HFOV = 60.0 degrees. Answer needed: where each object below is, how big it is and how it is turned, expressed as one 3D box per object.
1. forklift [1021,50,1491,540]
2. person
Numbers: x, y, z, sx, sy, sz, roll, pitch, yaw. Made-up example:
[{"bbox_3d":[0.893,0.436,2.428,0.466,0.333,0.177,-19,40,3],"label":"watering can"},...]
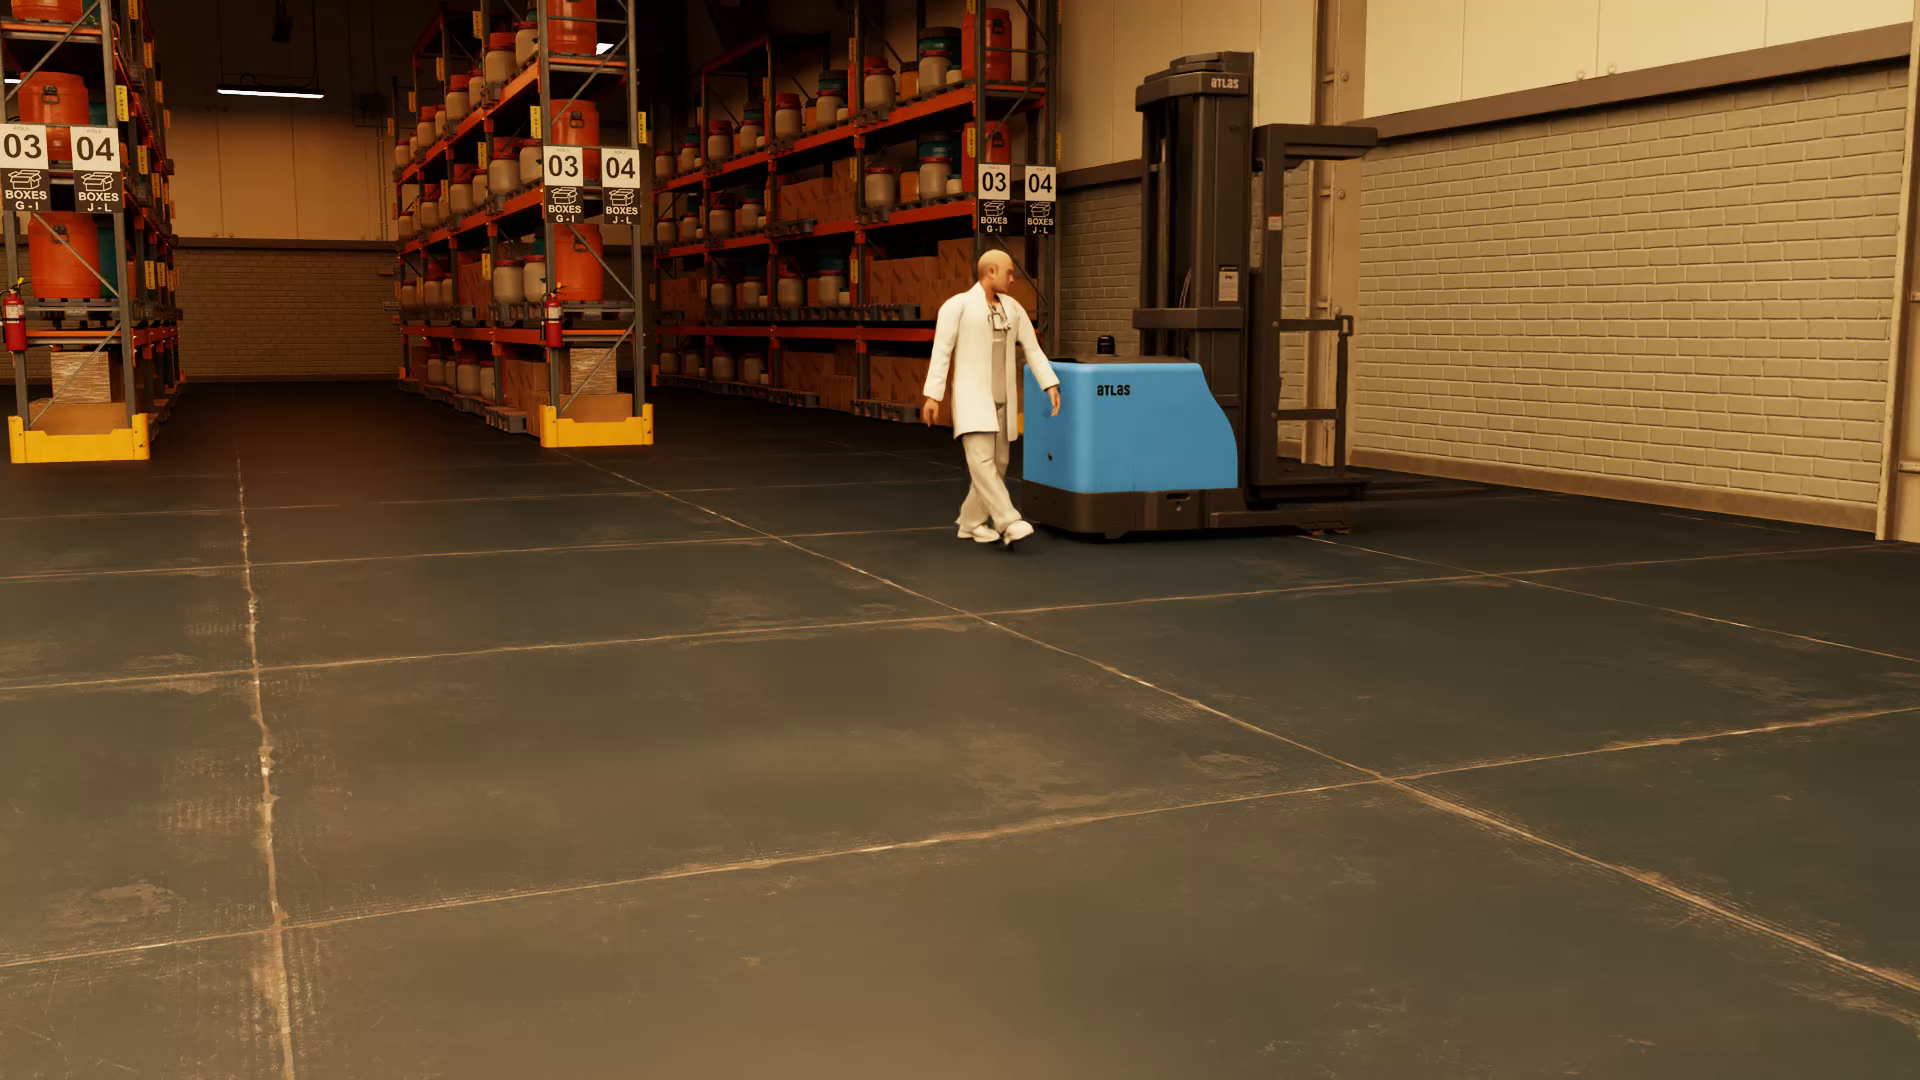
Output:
[{"bbox_3d":[1.969,-1.545,10.661,3.031,2.935,1.130,-2,8,-18],"label":"forklift"},{"bbox_3d":[0.225,-0.824,9.763,0.779,1.744,0.917,-6,9,-36],"label":"person"}]
